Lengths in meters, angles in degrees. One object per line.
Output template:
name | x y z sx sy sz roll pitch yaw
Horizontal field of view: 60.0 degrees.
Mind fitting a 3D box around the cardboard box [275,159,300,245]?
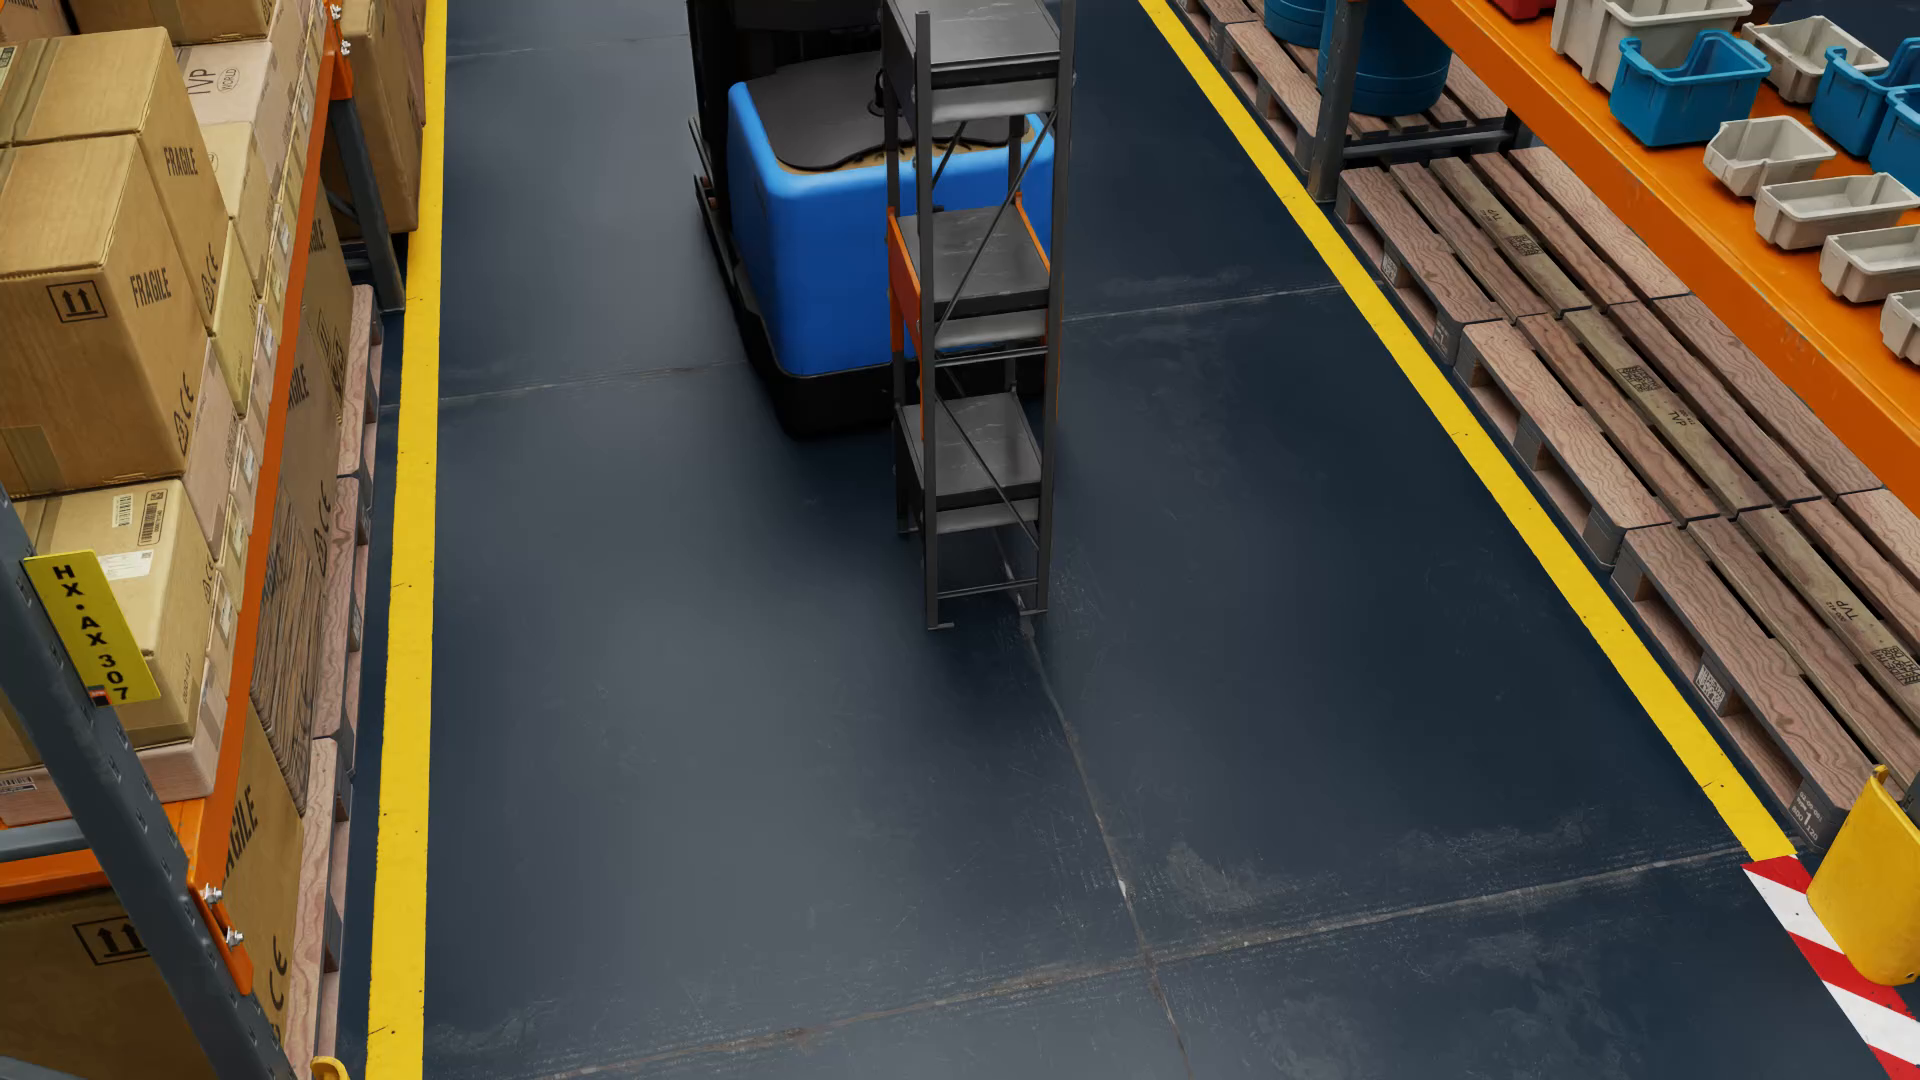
cardboard box | -2.105 -0.943 4.742 0.380 0.149 0.250 -9 42 -10

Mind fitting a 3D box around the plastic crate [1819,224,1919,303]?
plastic crate | 2.530 -0.754 4.493 0.396 0.136 0.243 -8 42 -9

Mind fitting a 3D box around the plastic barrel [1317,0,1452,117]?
plastic barrel | 1.967 -2.457 7.523 0.600 0.901 0.708 -8 42 -9

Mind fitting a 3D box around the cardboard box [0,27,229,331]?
cardboard box | -1.971 -0.772 3.684 0.500 0.500 0.500 -9 42 -10

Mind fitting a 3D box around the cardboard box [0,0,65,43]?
cardboard box | -2.699 -1.352 4.337 0.500 0.500 0.500 -10 42 -11

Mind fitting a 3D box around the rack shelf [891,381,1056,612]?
rack shelf | 0.036 -0.144 5.406 0.431 0.518 0.480 -8 42 -9

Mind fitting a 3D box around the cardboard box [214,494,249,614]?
cardboard box | -1.772 0.057 3.615 0.380 0.149 0.250 -9 42 -10

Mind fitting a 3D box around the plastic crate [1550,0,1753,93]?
plastic crate | 2.218 -1.692 5.441 0.437 0.282 0.530 -8 42 -9

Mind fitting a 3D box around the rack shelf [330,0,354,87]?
rack shelf | -3.200 -3.048 7.466 1.077 0.370 4.000 -8 42 -9

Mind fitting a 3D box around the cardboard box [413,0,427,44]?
cardboard box | -3.318 -2.946 8.094 1.225 0.875 0.875 -8 42 -9

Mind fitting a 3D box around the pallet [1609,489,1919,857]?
pallet | 2.791 0.366 5.179 1.003 0.211 1.213 -8 42 -9

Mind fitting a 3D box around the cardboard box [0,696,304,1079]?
cardboard box | -2.121 0.807 3.866 0.875 0.875 0.875 -8 42 -9

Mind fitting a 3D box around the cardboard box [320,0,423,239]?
cardboard box | -2.926 -1.795 6.796 1.225 0.875 0.875 -8 42 -9

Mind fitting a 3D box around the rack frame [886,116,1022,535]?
rack frame | -0.017 -0.836 5.110 0.400 2.100 0.015 -8 42 -9

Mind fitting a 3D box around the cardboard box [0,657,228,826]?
cardboard box | -1.659 0.389 3.241 0.380 0.149 0.250 -8 42 -9

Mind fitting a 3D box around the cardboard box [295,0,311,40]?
cardboard box | -2.417 -1.827 5.437 0.500 0.250 0.500 -9 42 -10

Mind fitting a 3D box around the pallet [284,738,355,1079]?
pallet | -2.154 1.108 4.342 1.003 0.211 1.213 -8 42 -9

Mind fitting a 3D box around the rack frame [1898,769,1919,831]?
rack frame | 2.931 -0.137 3.645 1.000 3.000 0.127 -8 42 -9

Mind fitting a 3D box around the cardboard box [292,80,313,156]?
cardboard box | -2.216 -1.276 5.117 0.380 0.149 0.250 -8 42 -8

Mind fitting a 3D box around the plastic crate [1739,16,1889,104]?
plastic crate | 2.737 -1.568 5.410 0.293 0.136 0.466 -8 42 -9

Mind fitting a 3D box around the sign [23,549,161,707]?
sign | -1.362 0.144 2.617 0.100 0.325 0.005 -8 42 -9

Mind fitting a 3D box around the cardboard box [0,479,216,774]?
cardboard box | -1.745 0.168 3.191 0.500 0.250 0.500 -9 42 -10

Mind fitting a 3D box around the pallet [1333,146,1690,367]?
pallet | 2.265 -1.216 6.961 1.003 0.211 1.213 -8 42 -9

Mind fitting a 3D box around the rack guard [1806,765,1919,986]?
rack guard | 2.949 0.811 4.459 1.175 0.500 0.348 -8 42 -9

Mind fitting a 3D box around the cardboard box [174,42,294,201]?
cardboard box | -2.192 -1.161 4.687 0.500 0.250 0.500 -8 42 -8

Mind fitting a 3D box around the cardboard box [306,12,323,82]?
cardboard box | -2.327 -1.608 5.492 0.380 0.149 0.250 -8 42 -8

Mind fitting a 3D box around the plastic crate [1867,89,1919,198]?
plastic crate | 2.915 -1.158 4.876 0.416 0.233 0.300 -8 42 -9

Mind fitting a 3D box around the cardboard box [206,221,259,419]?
cardboard box | -1.968 -0.495 3.937 0.500 0.250 0.500 -10 43 -11

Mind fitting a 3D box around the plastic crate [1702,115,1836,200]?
plastic crate | 2.364 -1.120 4.905 0.298 0.136 0.250 -8 42 -9

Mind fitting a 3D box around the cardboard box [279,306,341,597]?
cardboard box | -2.510 -0.360 5.180 0.875 0.875 0.875 -8 42 -9

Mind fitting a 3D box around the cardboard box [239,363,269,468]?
cardboard box | -1.883 -0.277 3.991 0.380 0.149 0.250 -9 42 -10

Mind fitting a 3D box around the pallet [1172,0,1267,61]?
pallet | 1.675 -2.986 8.954 1.003 0.211 1.213 -8 42 -9

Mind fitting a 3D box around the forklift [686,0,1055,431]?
forklift | -0.544 -2.487 6.343 1.130 2.935 3.031 -11 43 -12

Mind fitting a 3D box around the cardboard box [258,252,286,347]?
cardboard box | -1.993 -0.608 4.364 0.380 0.149 0.250 -9 42 -10

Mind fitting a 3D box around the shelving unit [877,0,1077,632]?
shelving unit | 0.036 -0.678 4.932 0.431 2.100 0.503 -8 42 -9

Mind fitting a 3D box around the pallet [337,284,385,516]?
pallet | -2.681 -0.473 6.124 1.003 0.211 1.213 -8 42 -9
